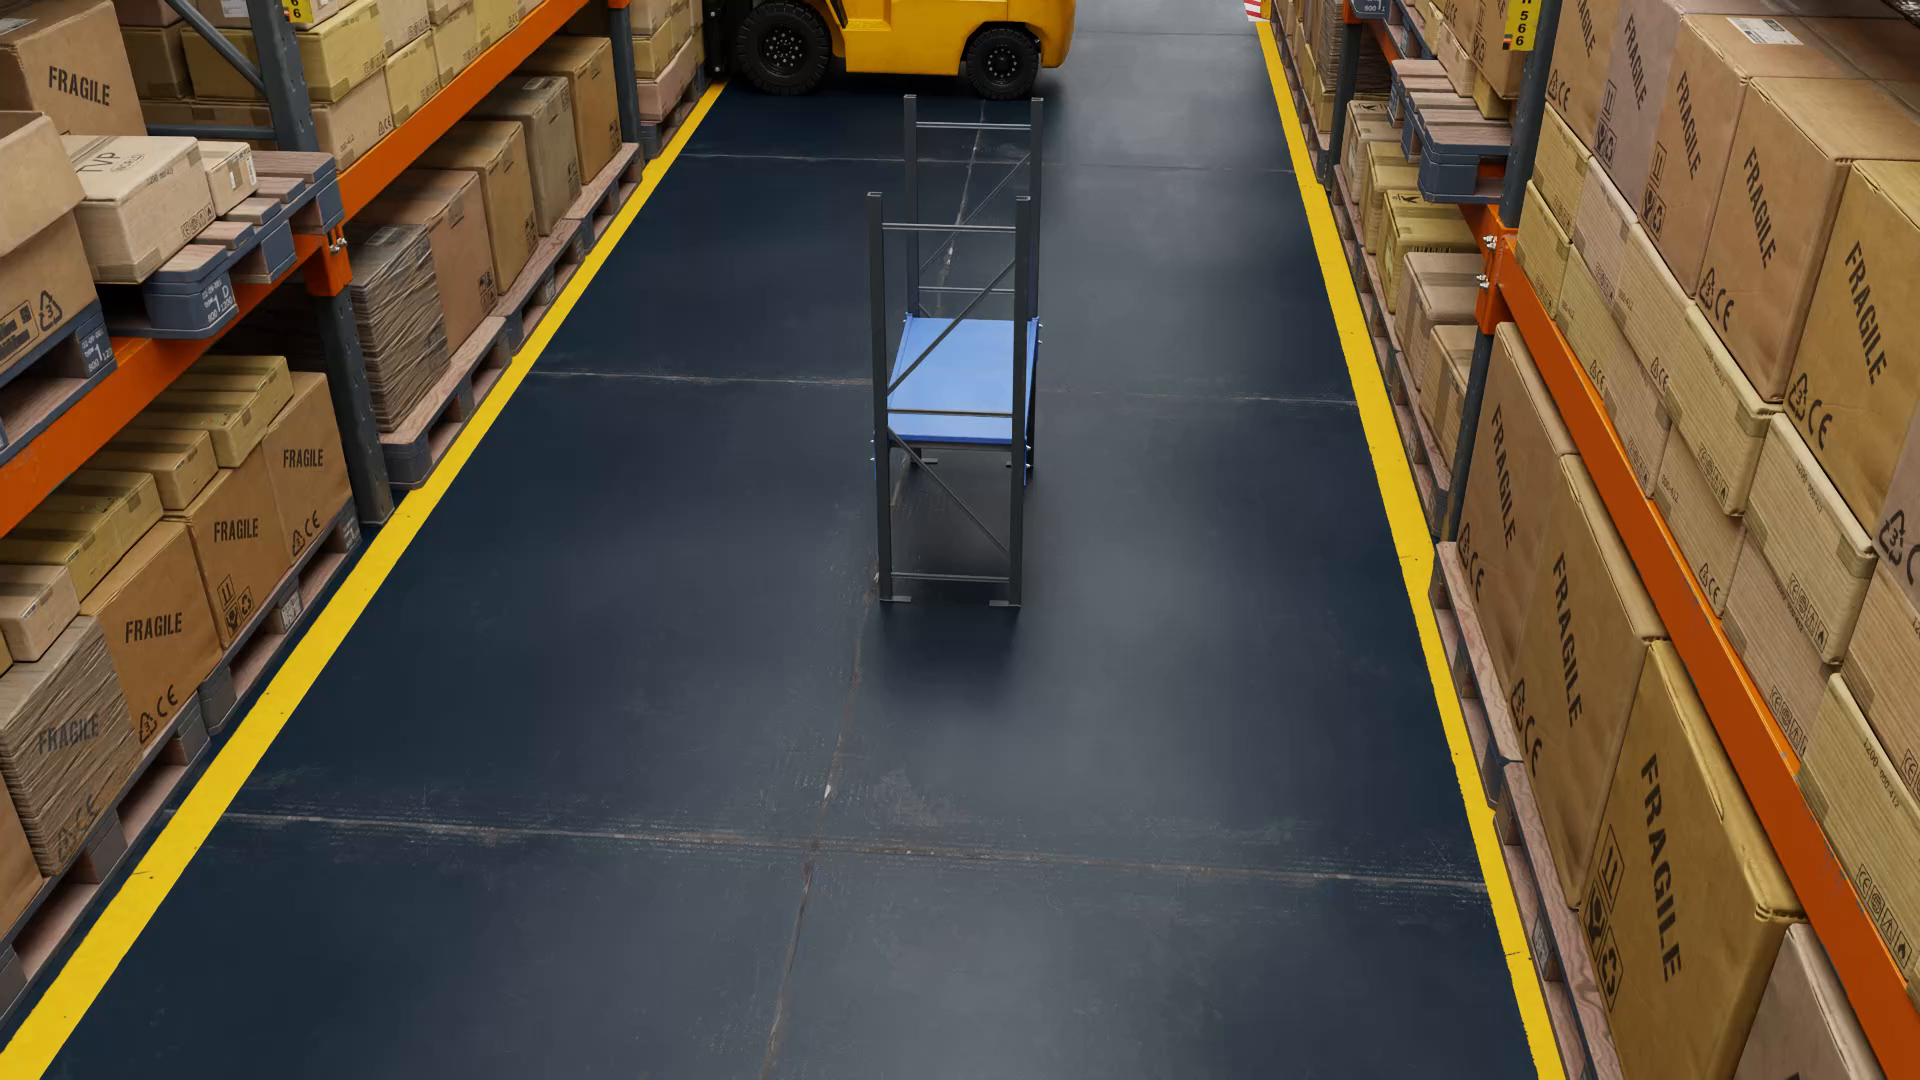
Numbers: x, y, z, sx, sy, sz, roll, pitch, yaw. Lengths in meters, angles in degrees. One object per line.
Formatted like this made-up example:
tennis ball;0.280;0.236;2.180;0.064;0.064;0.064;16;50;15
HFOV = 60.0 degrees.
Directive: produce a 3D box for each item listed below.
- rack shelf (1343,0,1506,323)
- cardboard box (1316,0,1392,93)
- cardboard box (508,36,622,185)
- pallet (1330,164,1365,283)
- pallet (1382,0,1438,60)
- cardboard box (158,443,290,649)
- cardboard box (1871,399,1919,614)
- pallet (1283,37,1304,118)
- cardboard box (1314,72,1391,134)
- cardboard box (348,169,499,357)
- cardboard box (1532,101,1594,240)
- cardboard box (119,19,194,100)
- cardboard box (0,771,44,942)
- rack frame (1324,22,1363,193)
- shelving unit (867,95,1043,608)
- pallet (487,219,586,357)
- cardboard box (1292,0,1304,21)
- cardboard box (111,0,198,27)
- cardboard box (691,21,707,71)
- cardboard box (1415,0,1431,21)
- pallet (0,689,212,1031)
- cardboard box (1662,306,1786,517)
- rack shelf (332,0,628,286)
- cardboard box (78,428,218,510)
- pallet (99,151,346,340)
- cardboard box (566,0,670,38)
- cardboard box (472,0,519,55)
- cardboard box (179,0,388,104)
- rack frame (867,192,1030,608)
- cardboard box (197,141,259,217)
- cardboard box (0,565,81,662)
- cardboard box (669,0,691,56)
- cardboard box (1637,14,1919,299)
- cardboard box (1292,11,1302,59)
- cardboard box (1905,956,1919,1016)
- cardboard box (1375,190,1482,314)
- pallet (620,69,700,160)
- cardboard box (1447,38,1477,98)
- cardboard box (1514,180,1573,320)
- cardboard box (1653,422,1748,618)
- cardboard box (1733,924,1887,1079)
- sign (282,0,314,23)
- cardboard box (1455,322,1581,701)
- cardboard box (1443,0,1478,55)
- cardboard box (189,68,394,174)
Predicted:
rack shelf;2.423;-1.908;7.173;1.077;0.370;4.000;2;32;4
cardboard box;2.366;-2.908;9.616;0.500;0.500;0.500;2;32;3
cardboard box;-2.393;-2.365;9.091;0.875;0.625;0.625;4;32;6
pallet;2.524;-1.666;8.752;1.003;0.211;1.213;2;32;4
pallet;2.380;-2.124;7.020;1.003;0.211;1.213;2;32;4
cardboard box;-2.559;-0.002;5.376;0.500;0.500;0.500;2;32;3
cardboard box;1.755;-0.060;2.441;0.500;0.500;0.500;3;32;5
pallet;2.702;-3.065;11.023;1.003;0.211;1.213;2;32;4
cardboard box;2.366;-2.589;9.813;0.500;0.250;0.500;4;32;6
cardboard box;-2.578;-1.214;7.224;0.875;0.625;0.625;3;32;6
cardboard box;1.973;-1.063;4.783;0.500;0.250;0.500;2;32;4
cardboard box;-2.928;-1.774;5.937;0.500;0.250;0.500;3;32;5
cardboard box;-2.671;0.815;4.050;0.500;0.500;0.500;2;32;3
rack frame;2.586;-3.260;8.681;1.000;3.000;0.127;2;32;4
shelving unit;0.007;-0.683;5.929;0.538;1.500;1.048;2;32;4
pallet;-2.480;-1.257;8.088;1.003;0.211;1.213;2;32;4
cardboard box;2.481;-3.721;10.935;0.500;0.500;0.500;3;32;5
cardboard box;-2.863;-1.876;5.722;0.380;0.149;0.250;3;32;6
cardboard box;-1.940;-3.253;10.890;0.500;0.250;0.500;3;32;5
cardboard box;2.099;-2.235;6.858;0.380;0.149;0.250;1;32;2
pallet;-2.888;0.833;4.696;1.003;0.211;1.213;2;32;4
cardboard box;1.822;-0.268;3.493;0.500;0.250;0.500;3;32;5
rack shelf;-2.525;-2.118;7.514;1.077;0.370;4.000;2;32;4
cardboard box;-2.532;-0.221;5.113;0.380;0.149;0.250;1;32;2
pallet;-2.673;-0.940;5.098;1.213;0.211;1.003;2;32;4
cardboard box;-2.010;-3.144;9.760;0.500;0.250;0.500;2;32;3
cardboard box;-2.283;-2.340;7.331;0.500;0.250;0.500;3;32;6
cardboard box;-2.383;-1.748;5.894;0.500;0.250;0.500;2;32;4
rack frame;-0.034;-0.417;5.498;0.500;1.500;0.032;2;32;4
cardboard box;-2.359;-1.091;5.000;0.380;0.149;0.250;3;32;5
cardboard box;-2.611;0.192;4.444;0.380;0.149;0.250;1;32;2
cardboard box;-1.976;-3.195;10.319;0.500;0.250;0.500;2;32;4
cardboard box;1.888;-0.860;3.738;0.500;0.500;0.500;3;32;5
cardboard box;2.489;-3.398;11.125;0.500;0.250;0.500;5;32;7
cardboard box;1.720;0.742;2.331;0.500;0.250;0.500;2;32;3
cardboard box;2.435;-1.306;7.615;0.950;0.372;0.625;3;32;6
pallet;-2.255;-2.697;10.425;1.003;0.211;1.213;2;32;4
cardboard box;1.978;-1.699;5.987;0.380;0.149;0.250;2;32;4
cardboard box;1.969;-0.860;4.929;0.500;0.250;0.500;2;32;3
cardboard box;1.860;-0.058;3.628;0.500;0.250;0.500;2;32;4
cardboard box;1.905;1.321;2.872;0.875;0.875;0.875;3;32;6
sign;-2.146;-1.820;5.315;0.100;0.325;0.005;2;32;4
cardboard box;2.121;-0.085;5.154;0.875;0.875;0.875;2;32;4
cardboard box;2.051;-2.037;5.917;0.500;0.500;0.500;2;32;3
cardboard box;-2.408;-1.536;6.027;0.500;0.250;0.500;3;32;4
